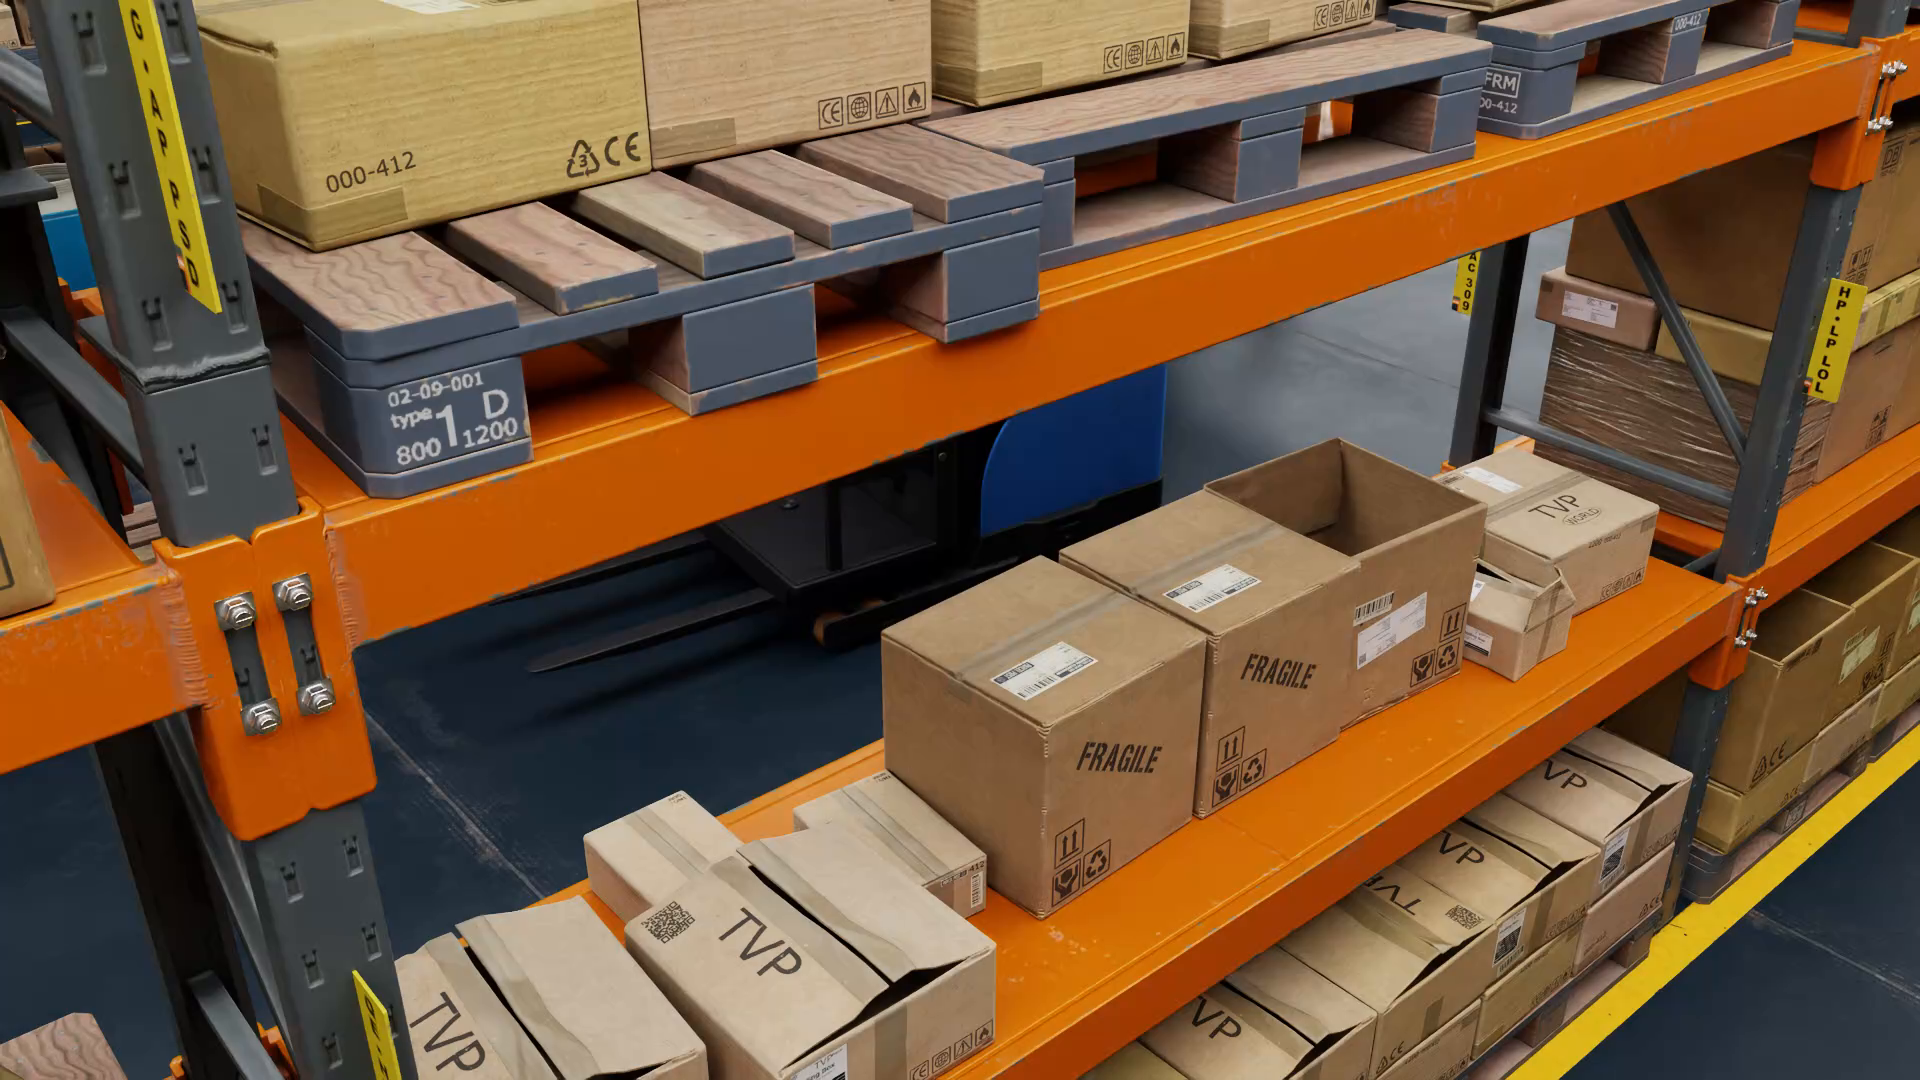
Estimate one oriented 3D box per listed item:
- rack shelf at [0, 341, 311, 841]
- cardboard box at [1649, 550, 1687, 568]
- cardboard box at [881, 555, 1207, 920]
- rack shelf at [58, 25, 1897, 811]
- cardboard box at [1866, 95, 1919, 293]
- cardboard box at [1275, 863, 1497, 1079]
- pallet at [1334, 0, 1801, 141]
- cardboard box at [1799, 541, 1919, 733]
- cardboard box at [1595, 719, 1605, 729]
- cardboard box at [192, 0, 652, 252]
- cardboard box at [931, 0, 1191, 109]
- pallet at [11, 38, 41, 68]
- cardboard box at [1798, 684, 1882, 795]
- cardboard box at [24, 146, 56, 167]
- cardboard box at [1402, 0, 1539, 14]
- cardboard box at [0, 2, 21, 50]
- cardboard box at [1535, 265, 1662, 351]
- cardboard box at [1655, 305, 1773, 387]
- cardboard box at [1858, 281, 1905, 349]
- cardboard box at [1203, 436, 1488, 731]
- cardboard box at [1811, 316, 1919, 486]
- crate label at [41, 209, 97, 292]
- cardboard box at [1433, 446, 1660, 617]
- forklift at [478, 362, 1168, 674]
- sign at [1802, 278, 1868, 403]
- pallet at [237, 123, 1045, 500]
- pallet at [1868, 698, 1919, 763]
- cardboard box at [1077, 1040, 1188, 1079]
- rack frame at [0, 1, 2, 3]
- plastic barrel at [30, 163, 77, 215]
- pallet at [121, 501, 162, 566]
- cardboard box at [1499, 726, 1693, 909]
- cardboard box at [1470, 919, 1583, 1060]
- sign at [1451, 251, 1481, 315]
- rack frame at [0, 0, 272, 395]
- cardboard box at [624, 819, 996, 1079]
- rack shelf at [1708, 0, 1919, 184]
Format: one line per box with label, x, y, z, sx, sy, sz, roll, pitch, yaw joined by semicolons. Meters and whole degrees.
rack shelf;-2.609;0.586;1.051;4.000;0.370;1.077;-22;35;-35
cardboard box;2.555;0.084;6.086;0.500;0.500;0.500;-22;35;-35
cardboard box;0.179;0.417;3.681;0.500;0.500;0.500;-24;36;-37
rack shelf;0.434;-0.637;3.341;4.000;0.370;1.077;-22;35;-35
cardboard box;2.673;-1.153;5.242;0.500;0.500;0.700;-22;35;-35
cardboard box;1.061;1.076;4.430;0.500;0.311;0.500;-22;35;-35
pallet;1.293;-1.208;3.848;1.217;0.209;0.805;-24;36;-37
cardboard box;2.887;0.268;5.743;0.500;0.500;0.500;-22;35;-35
cardboard box;2.167;0.564;5.984;0.500;0.250;0.500;-22;35;-35
cardboard box;-0.778;-0.621;2.260;0.500;0.250;0.500;-25;37;-38
cardboard box;0.051;-0.959;2.892;0.500;0.250;0.500;-23;36;-36
pallet;-6.035;-3.109;10.588;1.213;0.211;1.003;-22;35;-35
cardboard box;2.889;0.600;5.917;0.500;0.250;0.500;-22;35;-35
cardboard box;-6.177;-2.227;10.920;0.500;0.500;0.700;-19;33;-31
cardboard box;1.065;-1.332;3.590;0.500;0.250;0.500;24;37;38
cardboard box;-6.090;-3.122;10.124;0.500;0.250;0.500;-23;36;-36
cardboard box;2.024;-0.734;5.146;0.250;0.149;0.380;-22;35;-35
cardboard box;2.286;-0.587;4.871;0.250;0.149;0.380;-22;35;-35
cardboard box;2.672;-0.743;5.163;0.250;0.149;0.380;-23;36;-36
cardboard box;0.960;0.103;4.269;0.500;0.500;0.500;-19;34;-31
cardboard box;2.686;-0.589;5.564;0.500;0.500;0.700;-22;35;-35
crate label;-3.368;-1.020;6.438;0.616;0.435;0.502;-22;35;-35
cardboard box;1.610;-0.011;4.748;0.500;0.250;0.500;-19;34;-32
forklift;-0.567;-1.119;6.734;3.031;2.935;1.130;-18;33;-30
sign;2.315;-0.528;4.411;0.005;0.325;0.100;-22;35;-35
pallet;-0.629;-0.499;2.520;1.003;0.211;1.213;-20;34;-33
pallet;3.517;0.383;6.810;1.213;0.211;1.003;-22;35;-35
cardboard box;0.286;1.386;3.850;0.500;0.311;0.500;-23;36;-36
rack frame;-10.903;-7.350;18.321;0.127;3.000;1.000;-22;35;-35
plastic barrel;-3.655;-1.238;6.765;0.421;0.512;0.421;0;28;0
pallet;-3.685;0.210;7.134;1.213;0.211;1.003;-22;35;-35
cardboard box;1.834;0.763;5.016;0.500;0.311;0.500;-22;35;-35
cardboard box;1.443;1.169;4.852;0.500;0.250;0.500;-23;35;-36
sign;1.594;-0.859;5.172;0.005;0.325;0.100;-22;35;-35
rack frame;-1.087;-1.666;1.320;0.127;3.000;1.000;-22;35;-35
cardboard box;-0.281;0.815;3.137;0.500;0.311;0.500;-22;35;-35
rack shelf;3.477;-1.861;5.631;4.000;0.370;1.077;-22;35;-35
